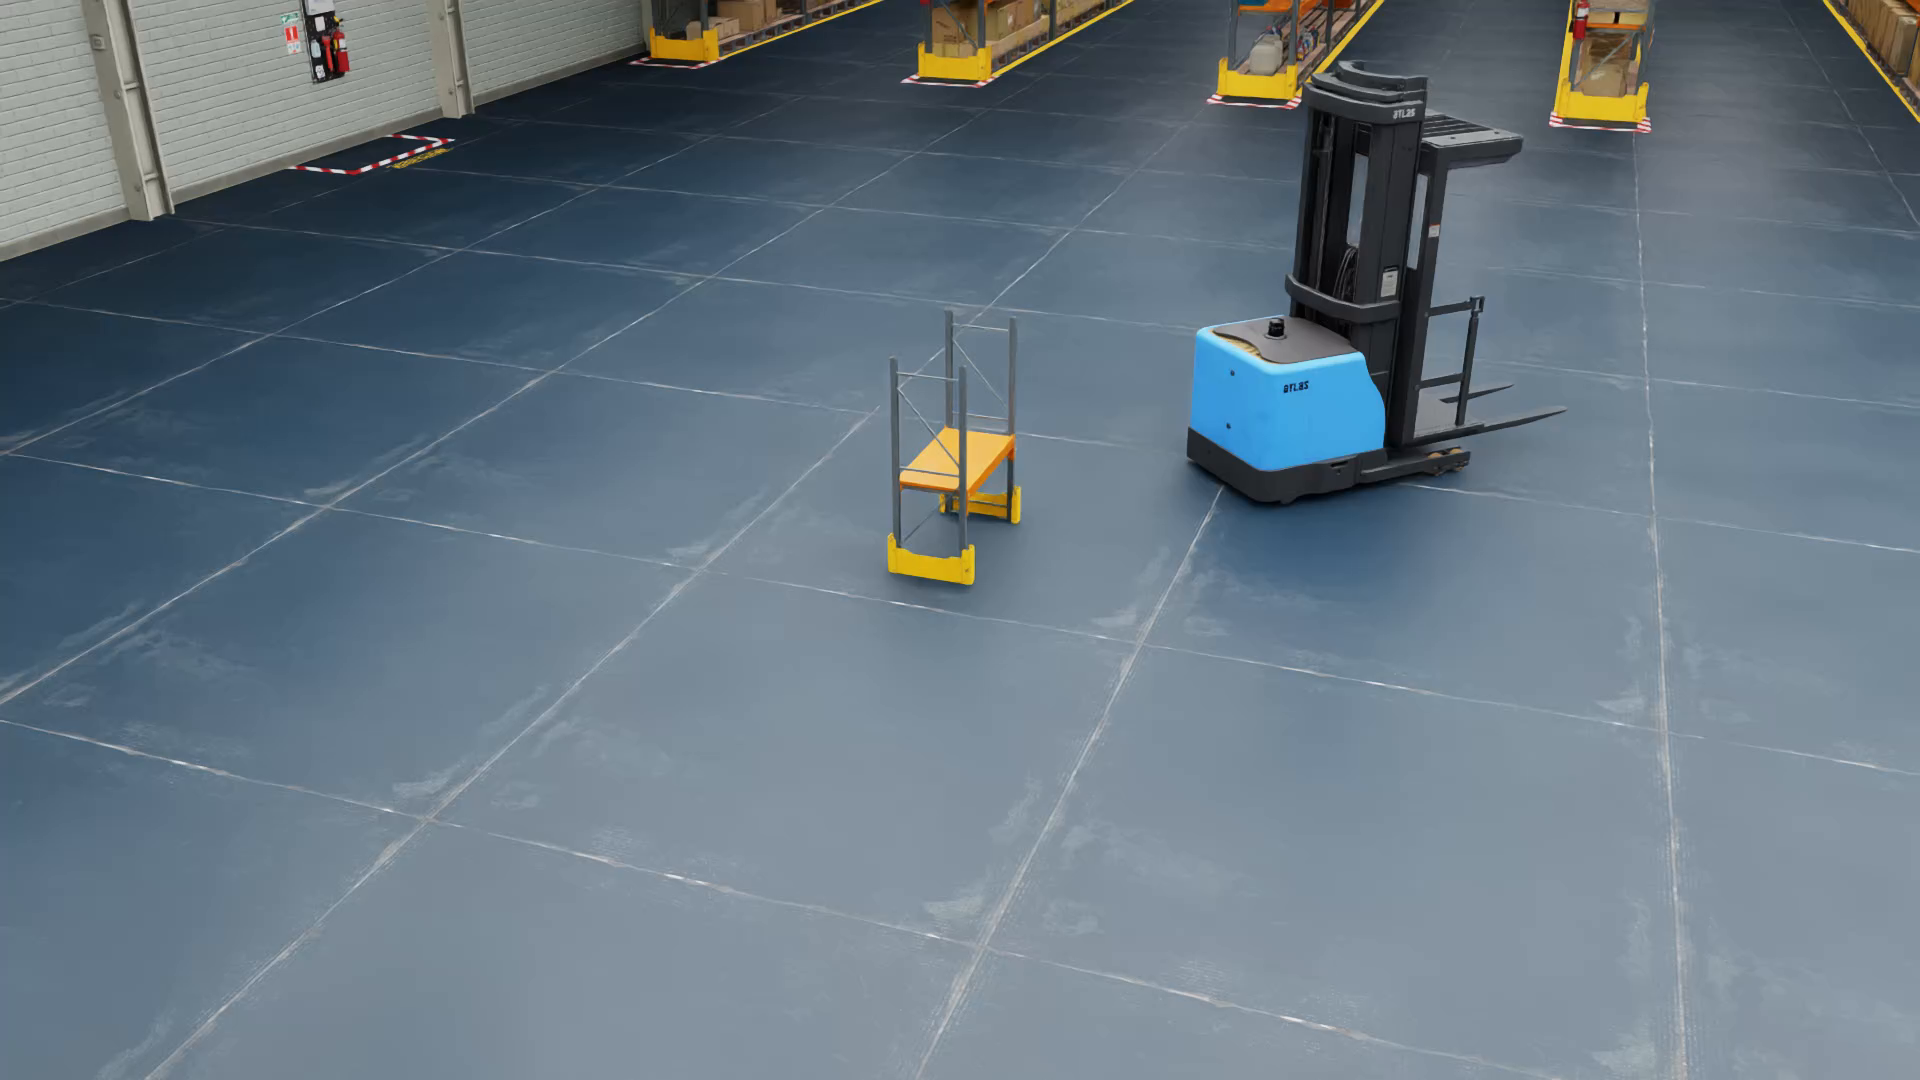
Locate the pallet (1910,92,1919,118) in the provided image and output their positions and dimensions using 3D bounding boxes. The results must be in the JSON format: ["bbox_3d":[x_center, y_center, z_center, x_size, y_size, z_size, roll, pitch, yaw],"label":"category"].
[{"bbox_3d":[14.504,-6.280,24.203,1.003,0.211,1.213,9,27,17],"label":"pallet"}]

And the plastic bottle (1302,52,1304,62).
[{"bbox_3d":[5.521,-7.856,26.963,0.097,0.201,0.097,0,26,0],"label":"plastic bottle"}]

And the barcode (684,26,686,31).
[{"bbox_3d":[-4.809,-8.940,29.066,0.001,0.075,0.075,9,27,17],"label":"barcode"}]

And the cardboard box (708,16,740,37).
[{"bbox_3d":[-4.248,-9.105,29.417,0.500,0.311,0.500,11,28,22],"label":"cardboard box"}]

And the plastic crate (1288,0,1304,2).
[{"bbox_3d":[5.191,-8.377,25.636,0.298,0.136,0.250,9,27,17],"label":"plastic crate"}]

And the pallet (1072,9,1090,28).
[{"bbox_3d":[1.864,-10.095,32.081,1.003,0.211,1.213,9,27,17],"label":"pallet"}]

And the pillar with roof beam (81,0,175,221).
[{"bbox_3d":[-5.269,-7.169,15.954,9.100,9.000,0.400,9,27,17],"label":"pillar with roof beam"}]

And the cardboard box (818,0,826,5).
[{"bbox_3d":[-3.068,-10.853,32.810,0.700,0.500,0.500,8,27,16],"label":"cardboard box"}]

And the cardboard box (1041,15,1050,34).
[{"bbox_3d":[1.303,-9.268,29.846,0.500,0.250,0.500,9,27,17],"label":"cardboard box"}]

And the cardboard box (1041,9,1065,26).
[{"bbox_3d":[1.619,-9.620,30.573,0.500,0.250,0.500,8,27,16],"label":"cardboard box"}]

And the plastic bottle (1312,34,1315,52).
[{"bbox_3d":[5.899,-8.336,27.860,0.061,0.283,0.133,11,28,21],"label":"plastic bottle"}]

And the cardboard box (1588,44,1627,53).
[{"bbox_3d":[9.877,-7.280,25.454,0.500,0.500,0.500,11,28,22],"label":"cardboard box"}]

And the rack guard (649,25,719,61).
[{"bbox_3d":[-4.728,-8.518,28.492,1.175,0.500,0.348,9,27,17],"label":"rack guard"}]

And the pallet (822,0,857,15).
[{"bbox_3d":[-2.760,-10.823,33.586,1.003,0.211,1.213,9,27,17],"label":"pallet"}]

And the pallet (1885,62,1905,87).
[{"bbox_3d":[15.421,-7.413,26.541,1.003,0.211,1.213,9,27,17],"label":"pallet"}]

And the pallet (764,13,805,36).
[{"bbox_3d":[-3.612,-9.719,31.305,1.003,0.211,1.213,9,27,17],"label":"pallet"}]

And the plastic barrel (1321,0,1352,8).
[{"bbox_3d":[7.398,-10.878,32.507,0.600,0.830,0.708,9,27,17],"label":"plastic barrel"}]

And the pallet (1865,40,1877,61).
[{"bbox_3d":[16.233,-8.415,28.612,1.003,0.211,1.213,9,27,17],"label":"pallet"}]

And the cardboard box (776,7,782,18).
[{"bbox_3d":[-3.572,-9.954,31.336,0.380,0.166,0.250,5,26,11],"label":"cardboard box"}]

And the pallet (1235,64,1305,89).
[{"bbox_3d":[4.846,-7.291,26.290,1.003,0.211,1.213,9,27,17],"label":"pallet"}]

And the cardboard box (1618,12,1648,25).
[{"bbox_3d":[9.580,-7.426,23.657,0.380,0.149,0.250,9,27,17],"label":"cardboard box"}]

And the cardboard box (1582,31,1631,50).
[{"bbox_3d":[10.816,-8.423,27.791,0.700,0.500,0.500,7,27,13],"label":"cardboard box"}]

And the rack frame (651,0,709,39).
[{"bbox_3d":[-4.753,-9.612,27.883,1.000,3.000,0.127,9,27,17],"label":"rack frame"}]

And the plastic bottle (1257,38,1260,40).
[{"bbox_3d":[4.943,-8.122,27.427,0.152,0.276,0.135,8,27,16],"label":"plastic bottle"}]

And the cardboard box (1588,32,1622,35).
[{"bbox_3d":[10.420,-8.006,26.953,0.500,0.500,0.500,8,27,16],"label":"cardboard box"}]

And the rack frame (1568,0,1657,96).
[{"bbox_3d":[9.260,-7.457,23.432,1.000,3.000,0.127,9,27,17],"label":"rack frame"}]

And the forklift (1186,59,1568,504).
[{"bbox_3d":[3.279,-1.998,12.238,3.031,2.935,1.130,-12,28,-23],"label":"forklift"}]

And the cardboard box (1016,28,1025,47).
[{"bbox_3d":[0.809,-8.650,28.571,0.500,0.250,0.500,9,27,17],"label":"cardboard box"}]

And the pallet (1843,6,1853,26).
[{"bbox_3d":[17.639,-10.052,31.992,1.003,0.211,1.213,9,27,17],"label":"pallet"}]

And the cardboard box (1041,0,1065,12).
[{"bbox_3d":[1.623,-9.876,30.459,0.500,0.311,0.500,9,27,18],"label":"cardboard box"}]

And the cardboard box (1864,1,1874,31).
[{"bbox_3d":[16.539,-9.356,29.741,0.500,0.500,0.500,9,27,17],"label":"cardboard box"}]

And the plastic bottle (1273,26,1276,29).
[{"bbox_3d":[5.401,-8.721,28.670,0.097,0.271,0.097,0,26,0],"label":"plastic bottle"}]

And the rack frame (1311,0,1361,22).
[{"bbox_3d":[7.252,-11.462,31.706,1.000,3.000,0.127,9,27,17],"label":"rack frame"}]

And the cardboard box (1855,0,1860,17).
[{"bbox_3d":[17.065,-9.991,31.053,0.500,0.500,0.500,9,27,18],"label":"cardboard box"}]

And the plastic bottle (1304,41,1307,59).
[{"bbox_3d":[5.634,-8.027,27.236,0.097,0.271,0.097,0,26,0],"label":"plastic bottle"}]

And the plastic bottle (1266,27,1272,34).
[{"bbox_3d":[5.198,-8.475,28.071,0.144,0.351,0.185,8,27,15],"label":"plastic bottle"}]

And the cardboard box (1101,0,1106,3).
[{"bbox_3d":[2.637,-10.882,33.181,0.500,0.250,0.500,9,27,19],"label":"cardboard box"}]

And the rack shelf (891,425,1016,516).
[{"bbox_3d":[-0.028,-0.478,11.153,0.538,0.185,1.000,9,27,17],"label":"rack shelf"}]

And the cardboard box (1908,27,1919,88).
[{"bbox_3d":[14.960,-7.324,25.114,0.875,0.875,0.875,9,27,18],"label":"cardboard box"}]

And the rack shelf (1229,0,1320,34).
[{"bbox_3d":[5.255,-8.673,26.770,1.077,0.370,4.000,9,27,17],"label":"rack shelf"}]

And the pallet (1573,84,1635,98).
[{"bbox_3d":[9.589,-6.562,24.783,1.003,0.211,1.213,9,27,17],"label":"pallet"}]

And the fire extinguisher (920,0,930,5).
[{"bbox_3d":[-0.558,-8.879,26.458,0.296,0.674,0.183,9,27,17],"label":"fire extinguisher"}]

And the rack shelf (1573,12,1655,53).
[{"bbox_3d":[9.926,-7.955,25.286,1.077,0.370,4.000,9,27,17],"label":"rack shelf"}]

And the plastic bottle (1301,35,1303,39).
[{"bbox_3d":[5.702,-8.280,27.746,0.061,0.283,0.133,9,27,17],"label":"plastic bottle"}]

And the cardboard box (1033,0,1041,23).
[{"bbox_3d":[1.125,-9.401,29.262,0.500,0.500,0.500,9,27,17],"label":"cardboard box"}]

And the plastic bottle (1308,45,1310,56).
[{"bbox_3d":[5.735,-8.120,27.509,0.097,0.201,0.097,0,26,0],"label":"plastic bottle"}]

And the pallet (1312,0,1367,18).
[{"bbox_3d":[7.475,-10.537,32.995,1.003,0.211,1.213,9,27,17],"label":"pallet"}]

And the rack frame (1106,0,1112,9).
[{"bbox_3d":[2.582,-12.182,33.192,1.000,3.000,0.127,9,27,17],"label":"rack frame"}]

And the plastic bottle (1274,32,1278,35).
[{"bbox_3d":[5.326,-8.440,28.089,0.097,0.271,0.097,0,26,0],"label":"plastic bottle"}]

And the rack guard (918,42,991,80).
[{"bbox_3d":[-0.088,-7.760,26.927,1.175,0.500,0.348,9,27,17],"label":"rack guard"}]

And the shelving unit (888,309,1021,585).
[{"bbox_3d":[-0.025,-0.644,11.082,0.587,1.500,1.083,9,27,17],"label":"shelving unit"}]

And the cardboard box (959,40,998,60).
[{"bbox_3d":[0.308,-8.034,27.299,0.500,0.250,0.500,9,27,17],"label":"cardboard box"}]

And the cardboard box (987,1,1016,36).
[{"bbox_3d":[0.627,-8.785,27.988,0.500,0.500,0.500,9,27,17],"label":"cardboard box"}]

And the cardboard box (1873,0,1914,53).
[{"bbox_3d":[15.991,-8.563,27.817,1.050,0.750,0.750,9,27,18],"label":"cardboard box"}]

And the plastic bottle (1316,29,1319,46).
[{"bbox_3d":[6.072,-8.549,28.300,0.061,0.283,0.133,10,28,20],"label":"plastic bottle"}]

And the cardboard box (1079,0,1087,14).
[{"bbox_3d":[2.130,-10.252,31.879,0.500,0.250,0.500,9,27,18],"label":"cardboard box"}]

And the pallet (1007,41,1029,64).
[{"bbox_3d":[0.542,-8.460,28.704,1.003,0.211,1.213,9,27,17],"label":"pallet"}]

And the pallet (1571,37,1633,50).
[{"bbox_3d":[11.253,-8.669,29.135,1.003,0.211,1.213,9,27,17],"label":"pallet"}]
